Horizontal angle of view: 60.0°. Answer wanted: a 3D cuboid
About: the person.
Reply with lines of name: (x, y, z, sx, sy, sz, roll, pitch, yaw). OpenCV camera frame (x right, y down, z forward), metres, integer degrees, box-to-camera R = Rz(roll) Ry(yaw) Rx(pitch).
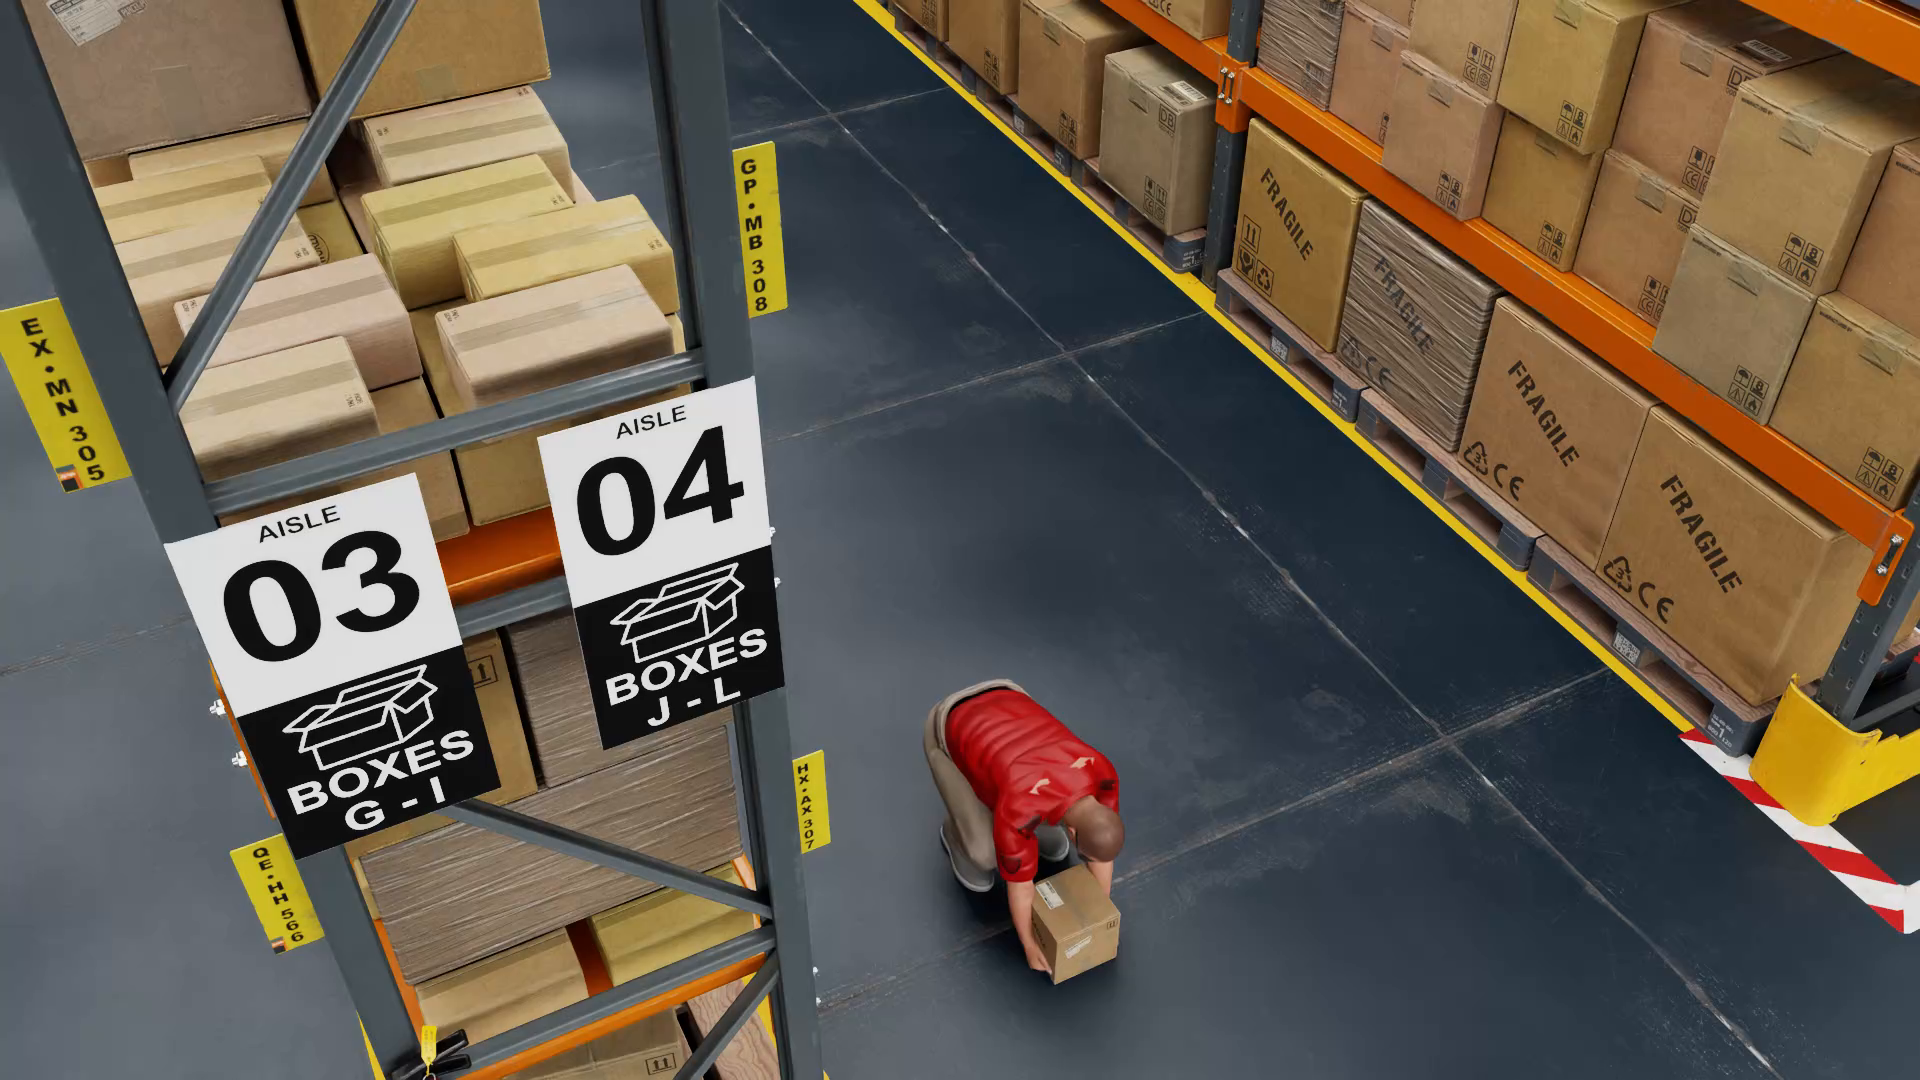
person: (0.239, 0.954, 5.821, 0.528, 0.788, 0.940, -20, 45, -21)
